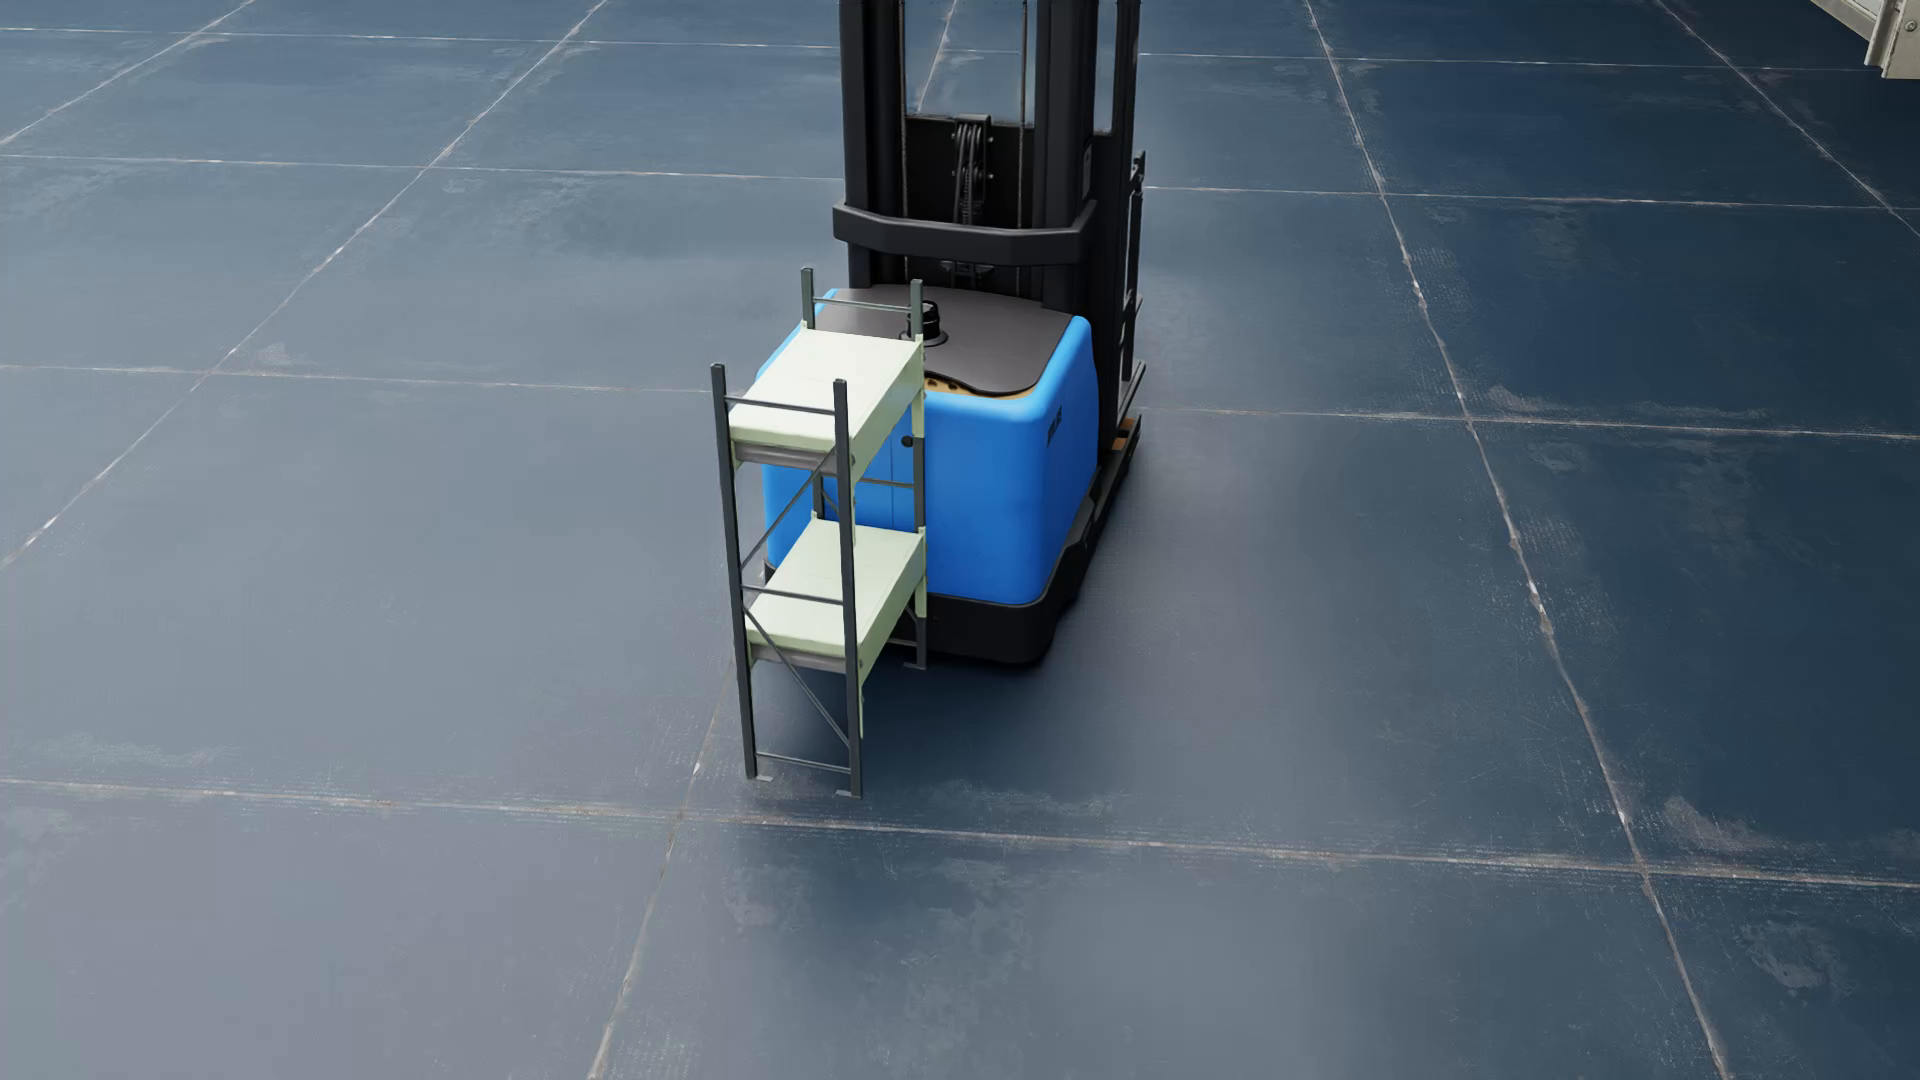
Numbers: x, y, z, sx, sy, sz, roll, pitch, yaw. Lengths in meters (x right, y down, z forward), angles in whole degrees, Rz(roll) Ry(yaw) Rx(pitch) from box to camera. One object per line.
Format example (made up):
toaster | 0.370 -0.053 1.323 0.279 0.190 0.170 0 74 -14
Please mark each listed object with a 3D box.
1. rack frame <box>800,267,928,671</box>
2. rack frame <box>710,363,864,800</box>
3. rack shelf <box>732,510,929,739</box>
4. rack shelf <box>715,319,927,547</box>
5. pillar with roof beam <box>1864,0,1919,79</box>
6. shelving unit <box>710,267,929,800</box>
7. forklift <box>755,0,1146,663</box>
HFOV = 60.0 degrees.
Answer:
rack frame | -0.312 -0.200 5.644 0.400 1.500 0.023 8 33 13
rack frame | -0.509 0.170 5.044 0.400 1.500 0.023 8 33 13
rack shelf | -0.411 0.263 5.515 0.431 0.370 0.720 8 33 13
rack shelf | -0.411 -0.347 5.139 0.431 0.370 0.720 8 33 13
pillar with roof beam | 2.709 -7.526 10.385 9.100 9.000 0.400 2 32 4
shelving unit | -0.411 -0.015 5.344 0.431 1.500 0.755 8 33 13
forklift | 0.174 -1.575 6.512 1.130 2.935 3.031 8 33 13
